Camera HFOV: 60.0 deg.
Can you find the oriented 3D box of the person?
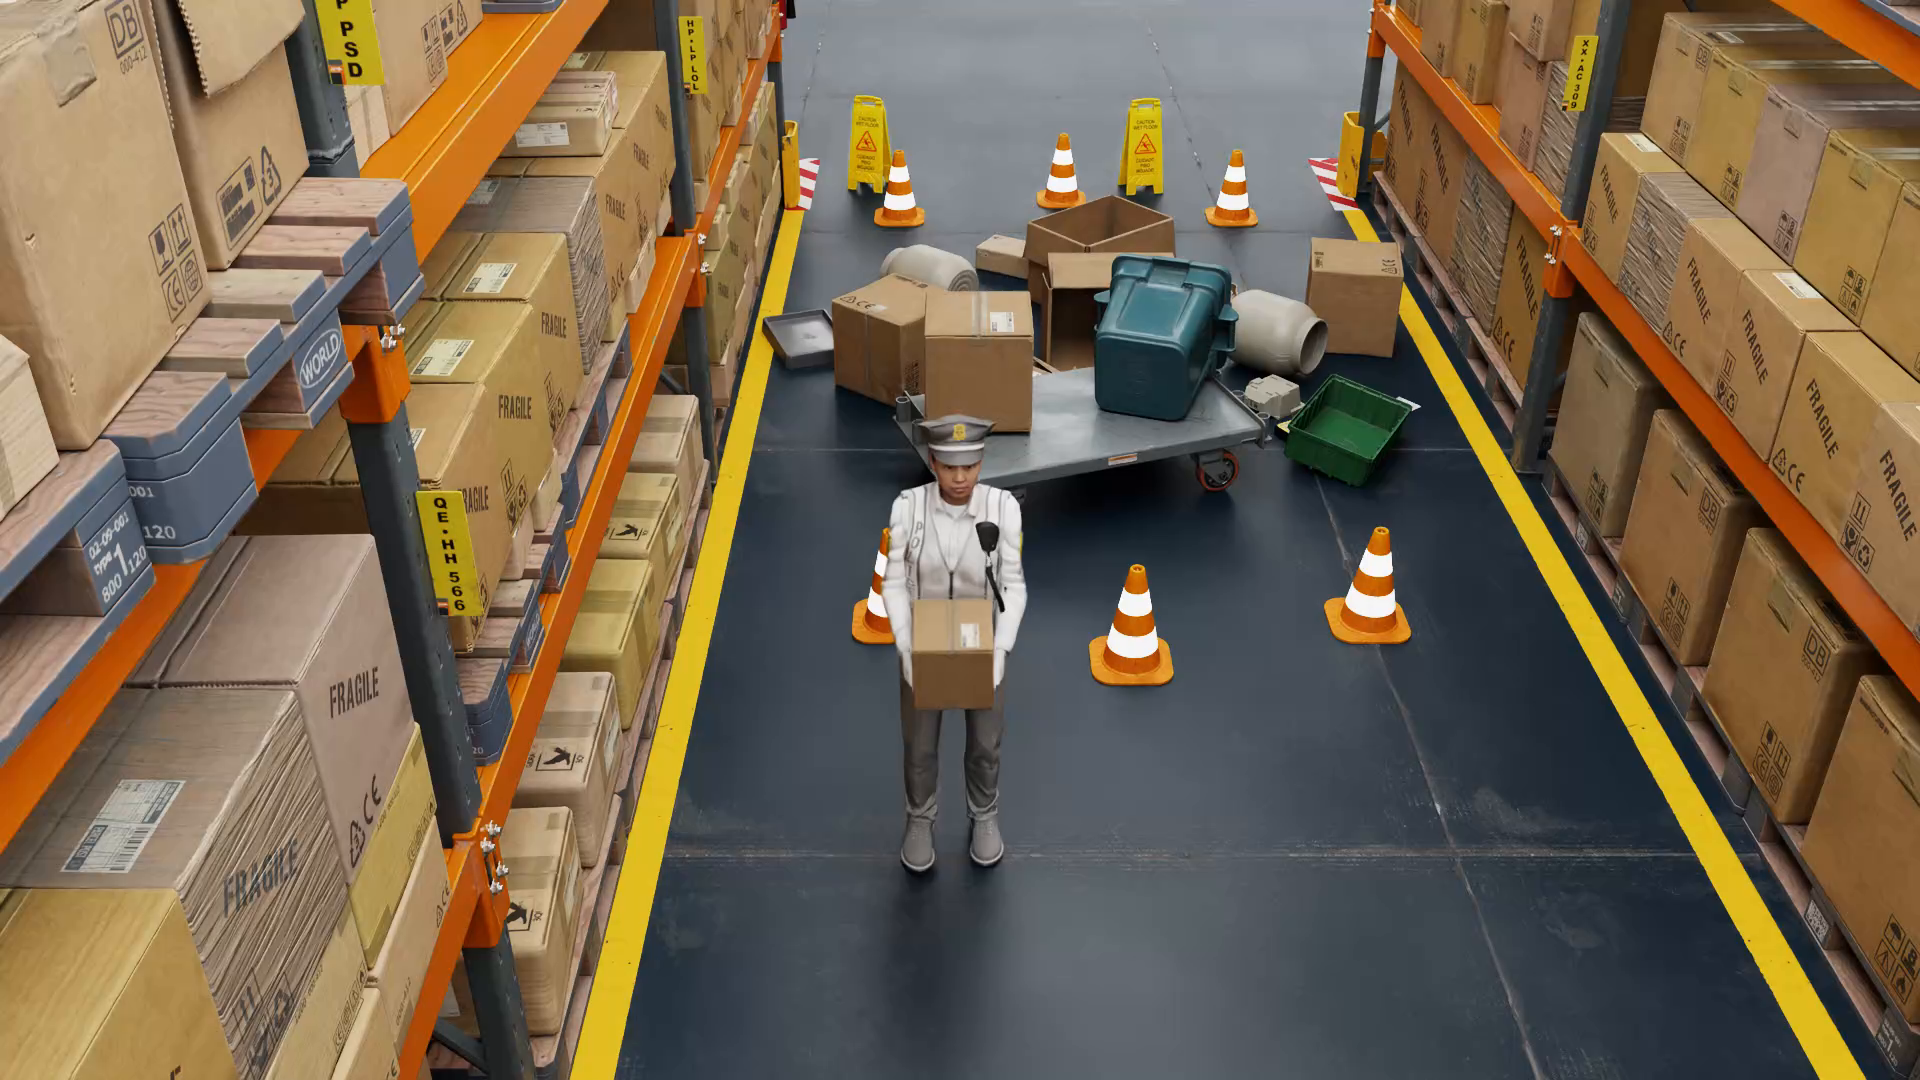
[{"bbox_3d":[-0.019,0.380,5.490,0.479,1.692,0.529,0,32,0],"label":"person"}]
